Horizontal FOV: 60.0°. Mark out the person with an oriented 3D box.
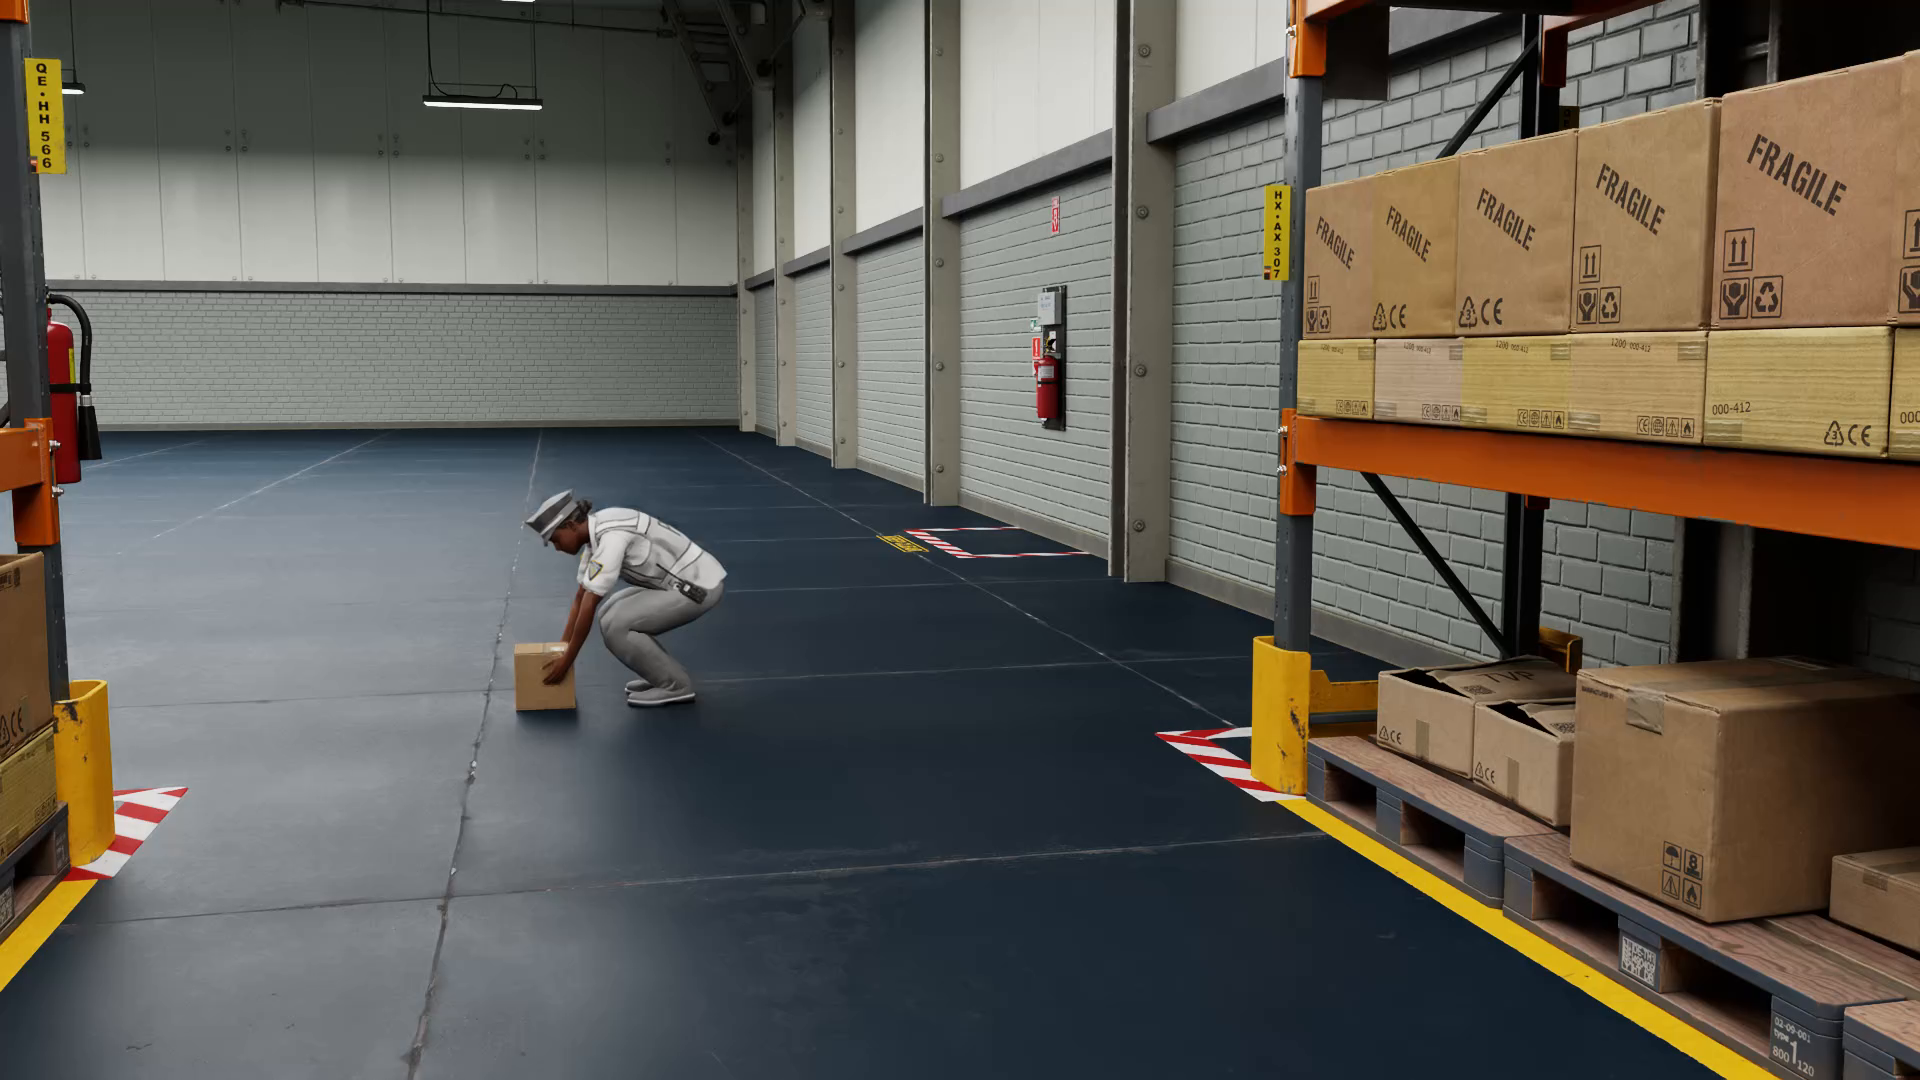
[{"bbox_3d":[-1.454,0.243,7.286,0.861,0.947,0.484,-2,6,-14],"label":"person"}]
